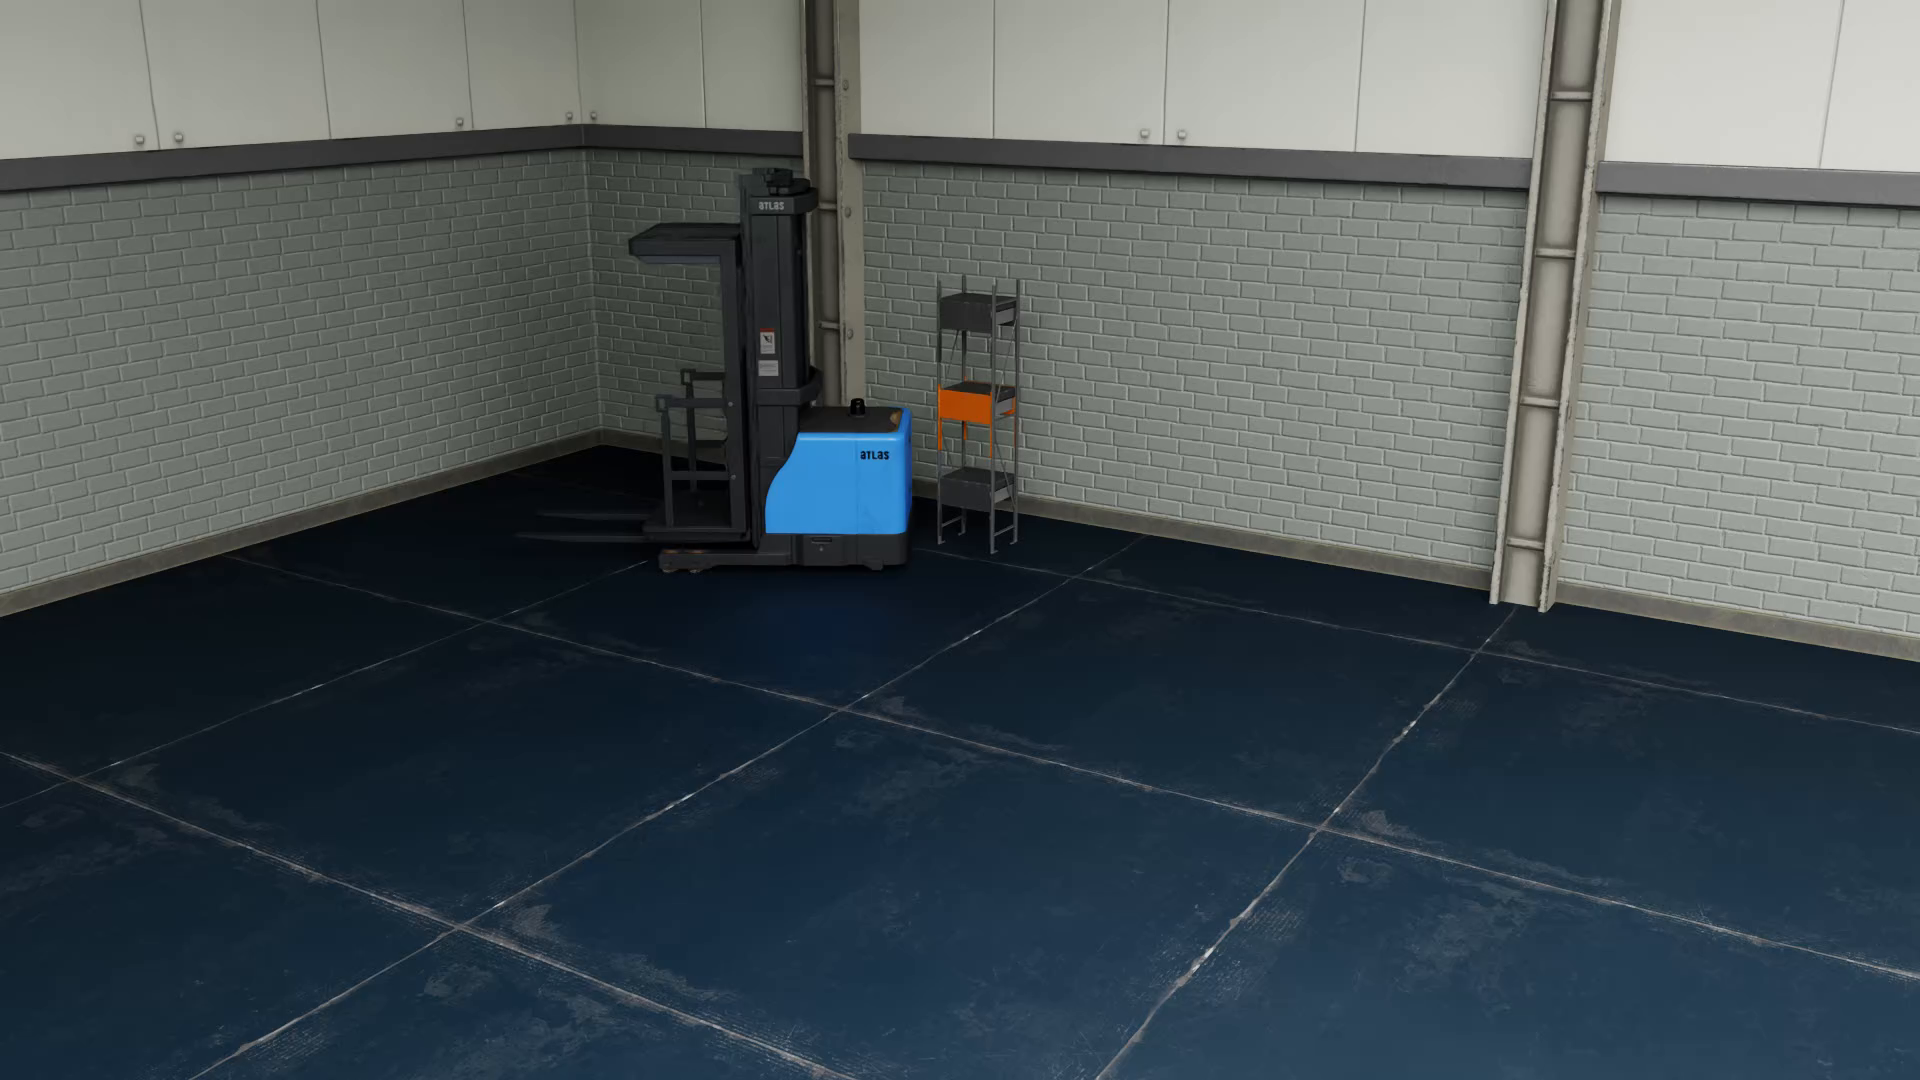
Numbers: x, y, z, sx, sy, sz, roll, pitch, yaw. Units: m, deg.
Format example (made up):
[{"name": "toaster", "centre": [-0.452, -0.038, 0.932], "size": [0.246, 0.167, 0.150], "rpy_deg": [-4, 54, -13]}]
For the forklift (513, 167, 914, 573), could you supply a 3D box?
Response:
[{"name": "forklift", "centre": [-1.897, -1.307, 12.643], "size": [3.031, 2.935, 1.130], "rpy_deg": [0, 17, 1]}]

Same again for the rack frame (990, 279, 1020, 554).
[{"name": "rack frame", "centre": [0.349, -0.942, 12.871], "size": [0.015, 2.100, 0.400], "rpy_deg": [10, 20, 30]}]

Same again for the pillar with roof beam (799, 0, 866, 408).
[{"name": "pillar with roof beam", "centre": [-3.333, -3.710, 10.112], "size": [0.400, 9.000, 9.100], "rpy_deg": [10, 20, 30]}]

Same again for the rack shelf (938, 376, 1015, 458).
[{"name": "rack shelf", "centre": [0.141, -0.966, 12.997], "size": [0.480, 0.518, 0.431], "rpy_deg": [10, 20, 30]}]

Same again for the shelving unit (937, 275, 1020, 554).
[{"name": "shelving unit", "centre": [0.141, -0.979, 12.993], "size": [0.503, 2.100, 0.431], "rpy_deg": [10, 20, 30]}]

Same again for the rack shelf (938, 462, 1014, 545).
[{"name": "rack shelf", "centre": [0.141, -0.297, 13.201], "size": [0.480, 0.518, 0.431], "rpy_deg": [10, 20, 30]}]

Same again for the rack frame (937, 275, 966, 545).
[{"name": "rack frame", "centre": [-0.067, -1.017, 13.115], "size": [0.015, 2.100, 0.400], "rpy_deg": [10, 20, 30]}]

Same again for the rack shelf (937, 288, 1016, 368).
[{"name": "rack shelf", "centre": [0.141, -1.636, 12.794], "size": [0.480, 0.518, 0.431], "rpy_deg": [10, 20, 30]}]

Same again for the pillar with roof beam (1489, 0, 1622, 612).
[{"name": "pillar with roof beam", "centre": [1.780, -2.797, 7.107], "size": [0.400, 9.000, 9.100], "rpy_deg": [10, 20, 30]}]
